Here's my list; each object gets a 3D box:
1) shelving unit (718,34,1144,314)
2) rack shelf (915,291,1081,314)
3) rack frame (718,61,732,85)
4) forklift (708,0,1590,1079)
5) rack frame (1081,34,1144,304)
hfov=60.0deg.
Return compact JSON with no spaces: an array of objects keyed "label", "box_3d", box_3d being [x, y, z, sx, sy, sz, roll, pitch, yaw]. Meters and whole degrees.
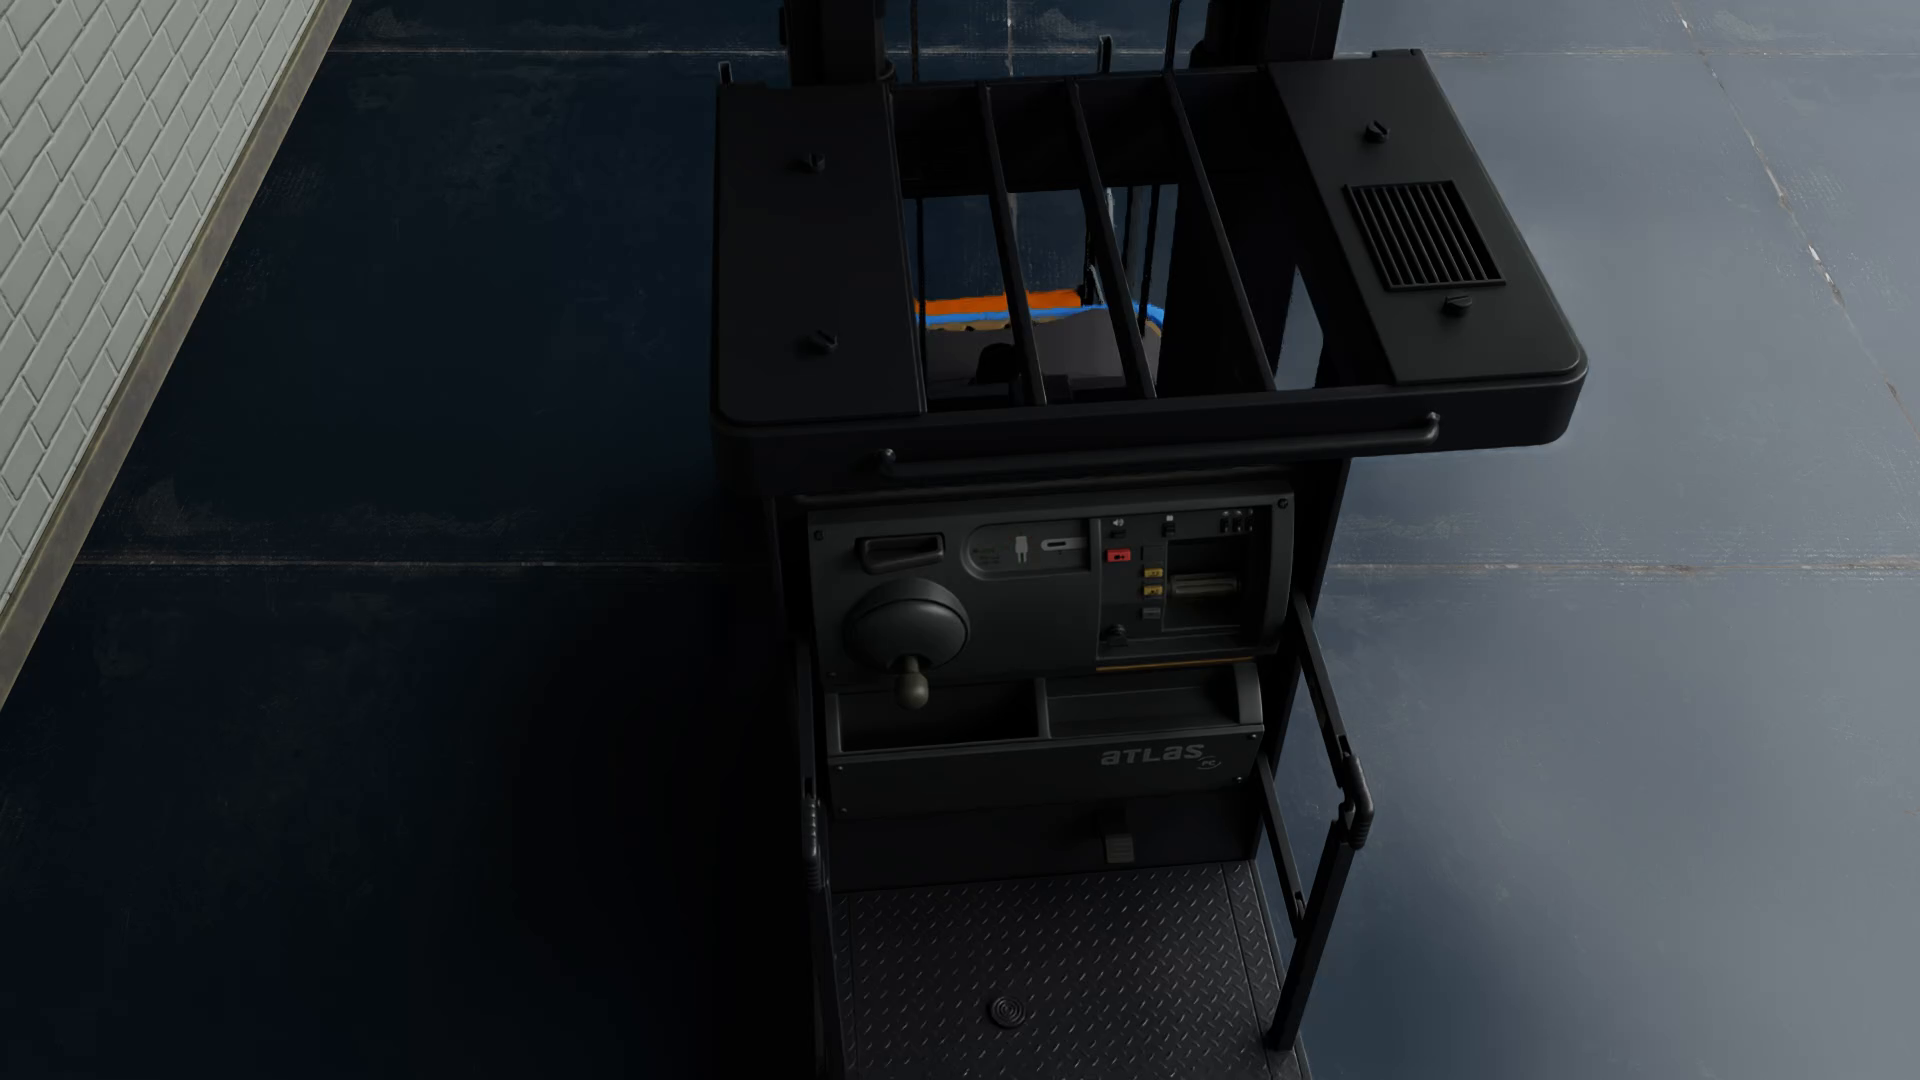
[{"label":"shelving unit","box_3d":[-0.075,-0.616,4.798,1.083,1.500,0.587,-6,47,-5]},{"label":"rack shelf","box_3d":[-0.084,-0.538,4.880,0.952,0.026,0.459,-6,47,-5]},{"label":"rack frame","box_3d":[-0.588,-0.566,4.752,0.032,1.500,0.500,-6,47,-5]},{"label":"forklift","box_3d":[14.868,3.302,0.174,29.544,2.935,14.203,-4,47,-4]},{"label":"rack frame","box_3d":[0.420,-0.664,4.843,0.032,1.500,0.500,-6,47,-5]}]
